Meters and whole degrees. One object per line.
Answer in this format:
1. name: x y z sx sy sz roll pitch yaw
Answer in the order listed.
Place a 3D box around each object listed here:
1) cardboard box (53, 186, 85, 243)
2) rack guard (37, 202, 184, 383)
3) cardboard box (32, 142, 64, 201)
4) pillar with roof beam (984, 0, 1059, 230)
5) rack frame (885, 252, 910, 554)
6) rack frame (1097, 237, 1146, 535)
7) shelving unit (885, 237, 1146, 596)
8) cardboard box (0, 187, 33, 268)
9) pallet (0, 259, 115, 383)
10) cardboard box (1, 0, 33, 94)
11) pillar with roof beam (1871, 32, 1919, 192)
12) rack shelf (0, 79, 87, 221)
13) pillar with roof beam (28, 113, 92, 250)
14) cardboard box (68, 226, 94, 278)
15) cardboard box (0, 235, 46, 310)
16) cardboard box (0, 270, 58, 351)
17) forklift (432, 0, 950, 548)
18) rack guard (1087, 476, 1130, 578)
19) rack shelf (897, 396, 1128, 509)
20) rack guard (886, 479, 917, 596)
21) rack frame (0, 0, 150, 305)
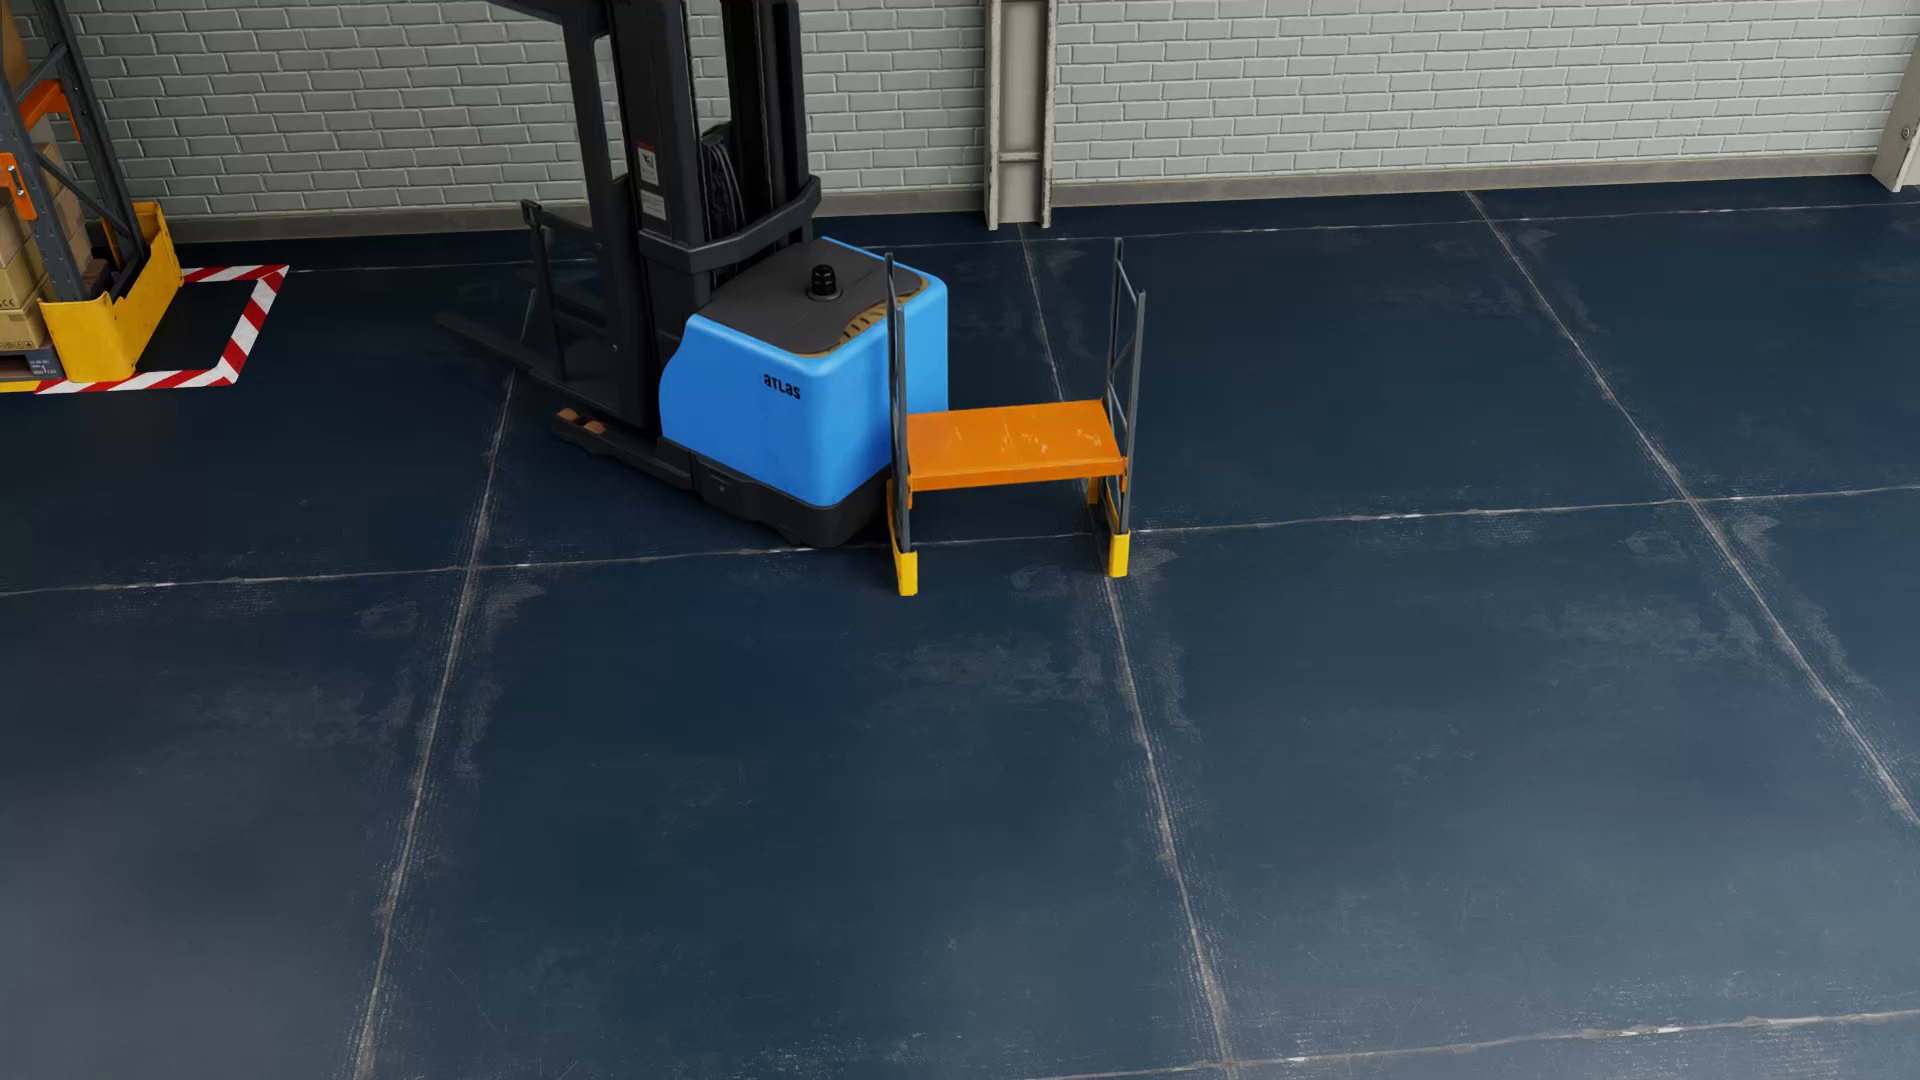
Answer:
1. cardboard box: -5.325 -1.791 9.397 0.500 0.250 0.500 -2 38 -3
2. rack guard: -4.814 -1.427 9.477 0.348 0.500 1.175 -3 38 -4
3. cardboard box: -5.334 -1.975 9.227 0.500 0.250 0.500 -4 38 -5
4. pillar with roof beam: 0.746 -2.953 4.550 0.400 9.000 9.100 -3 38 -4
5. rack frame: -0.278 -0.508 7.505 0.032 1.500 0.500 -5 39 -6
6. rack frame: 0.729 -0.593 7.613 0.032 1.500 0.500 -5 39 -6
7. shelving unit: 0.217 -0.550 7.558 1.083 1.500 0.587 -5 39 -6
8. cardboard box: -5.269 -1.667 8.837 0.500 0.250 0.500 -2 38 -2
9. pallet: -5.596 -1.244 9.479 1.213 0.211 1.003 -3 38 -4
10. cardboard box: -5.356 -2.590 8.852 0.500 0.500 0.500 -2 38 -3
11. pillar with roof beam: 6.723 -3.282 4.967 0.400 9.000 9.100 -3 38 -4
12. rack shelf: -6.830 -2.015 8.785 4.000 0.370 1.077 -3 38 -4
13. pillar with roof beam: -5.230 -2.624 4.132 0.400 9.000 9.100 -3 38 -4
14. cardboard box: -5.345 -1.586 9.541 0.500 0.250 0.500 -3 38 -4
15. cardboard box: -5.295 -1.469 8.989 0.500 0.250 0.500 -4 38 -5
16. cardboard box: -5.278 -1.272 9.143 0.500 0.250 0.500 -3 38 -4
17. forklift: -1.536 -1.841 8.039 3.031 2.935 1.130 24 44 27
18. rack guard: 0.710 -0.101 7.998 0.087 0.250 0.587 -5 39 -6
19. rack shelf: 0.226 -0.409 7.670 1.000 0.185 0.538 -5 39 -6
20. rack guard: -0.277 -0.017 7.892 0.087 0.250 0.587 -5 39 -6
21. rack frame: -4.838 -2.407 8.701 0.127 3.000 1.000 -3 38 -4
